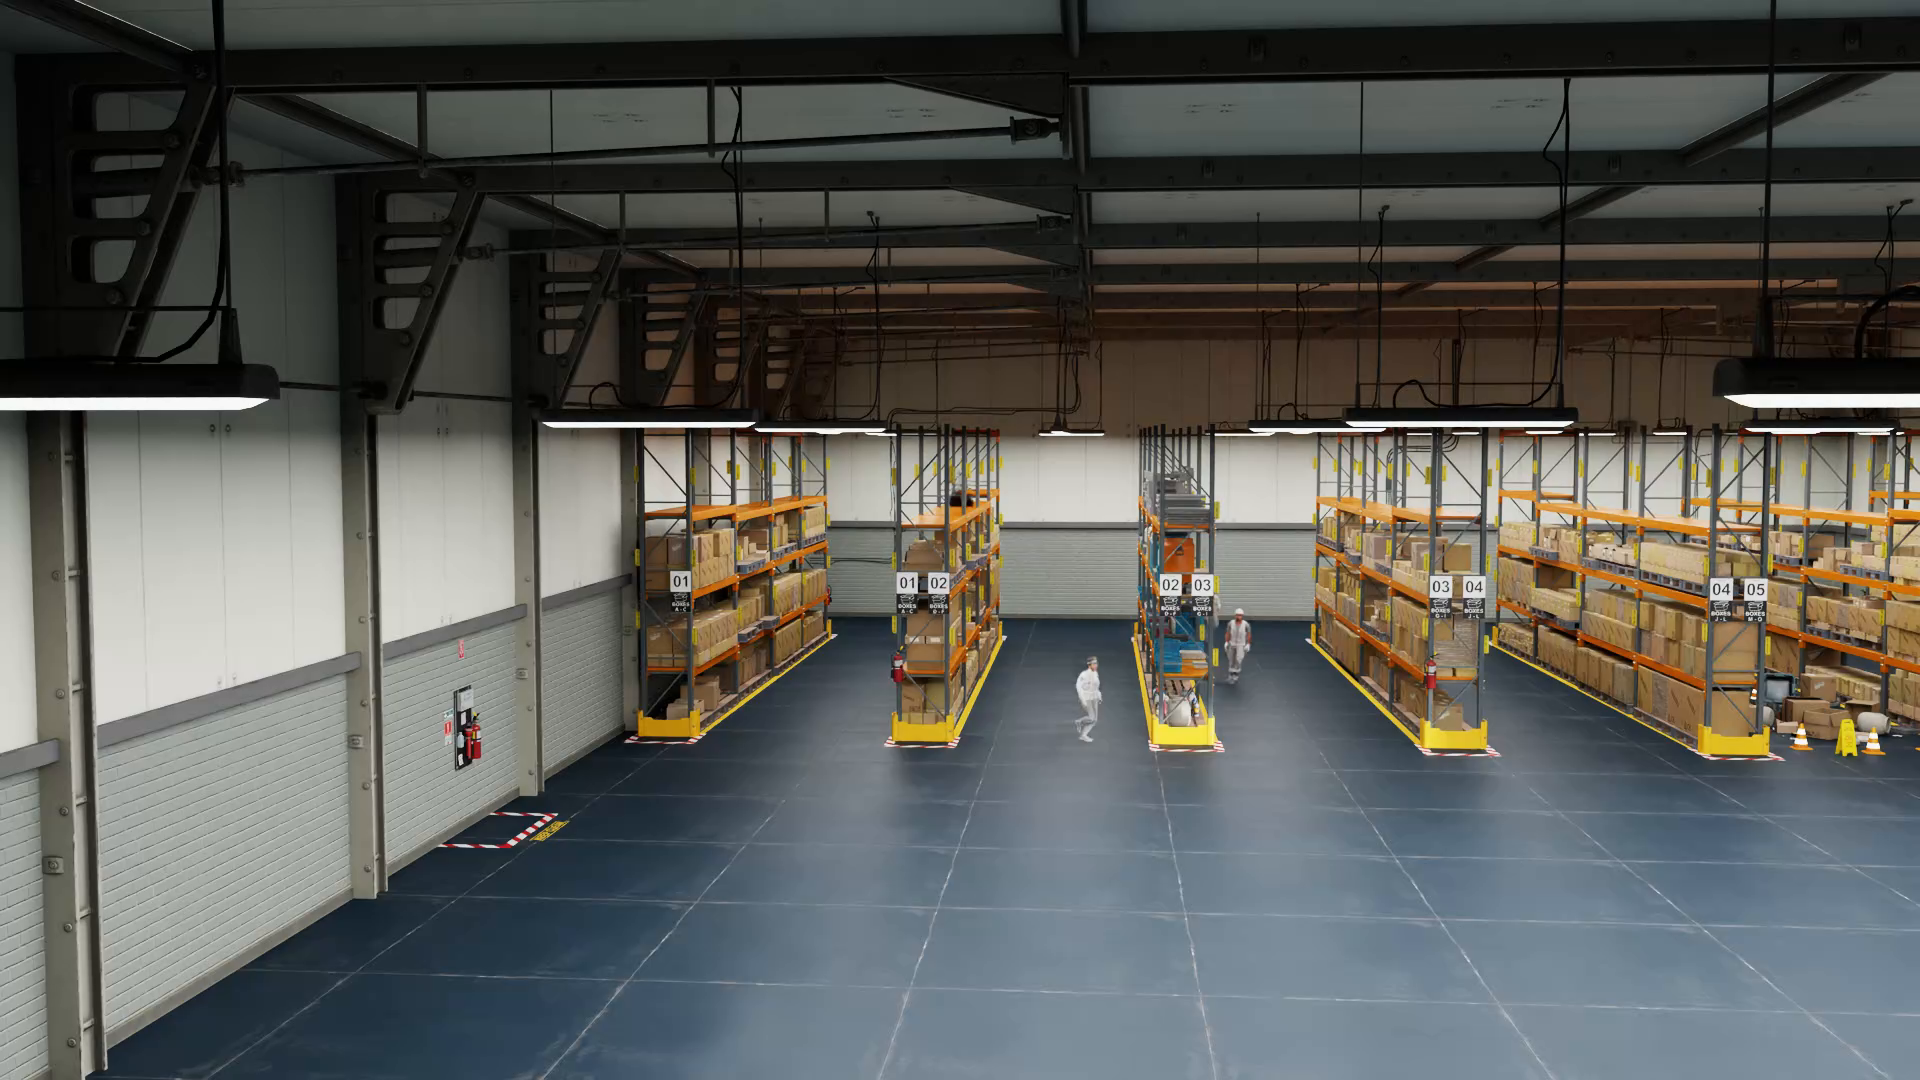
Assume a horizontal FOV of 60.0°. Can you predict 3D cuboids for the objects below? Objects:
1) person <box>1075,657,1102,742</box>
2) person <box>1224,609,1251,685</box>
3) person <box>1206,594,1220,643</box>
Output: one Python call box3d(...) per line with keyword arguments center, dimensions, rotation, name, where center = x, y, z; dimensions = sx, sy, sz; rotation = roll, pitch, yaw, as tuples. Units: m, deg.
box3d(center=(2.409, 2.999, 31.470), dimensions=(0.626, 1.624, 0.519), rotation=(-3, 5, -43), name="person")
box3d(center=(6.434, 2.463, 38.605), dimensions=(0.599, 1.752, 0.675), rotation=(1, 4, 21), name="person")
box3d(center=(7.064, 2.103, 46.806), dimensions=(0.557, 1.559, 0.535), rotation=(-1, 4, -13), name="person")
